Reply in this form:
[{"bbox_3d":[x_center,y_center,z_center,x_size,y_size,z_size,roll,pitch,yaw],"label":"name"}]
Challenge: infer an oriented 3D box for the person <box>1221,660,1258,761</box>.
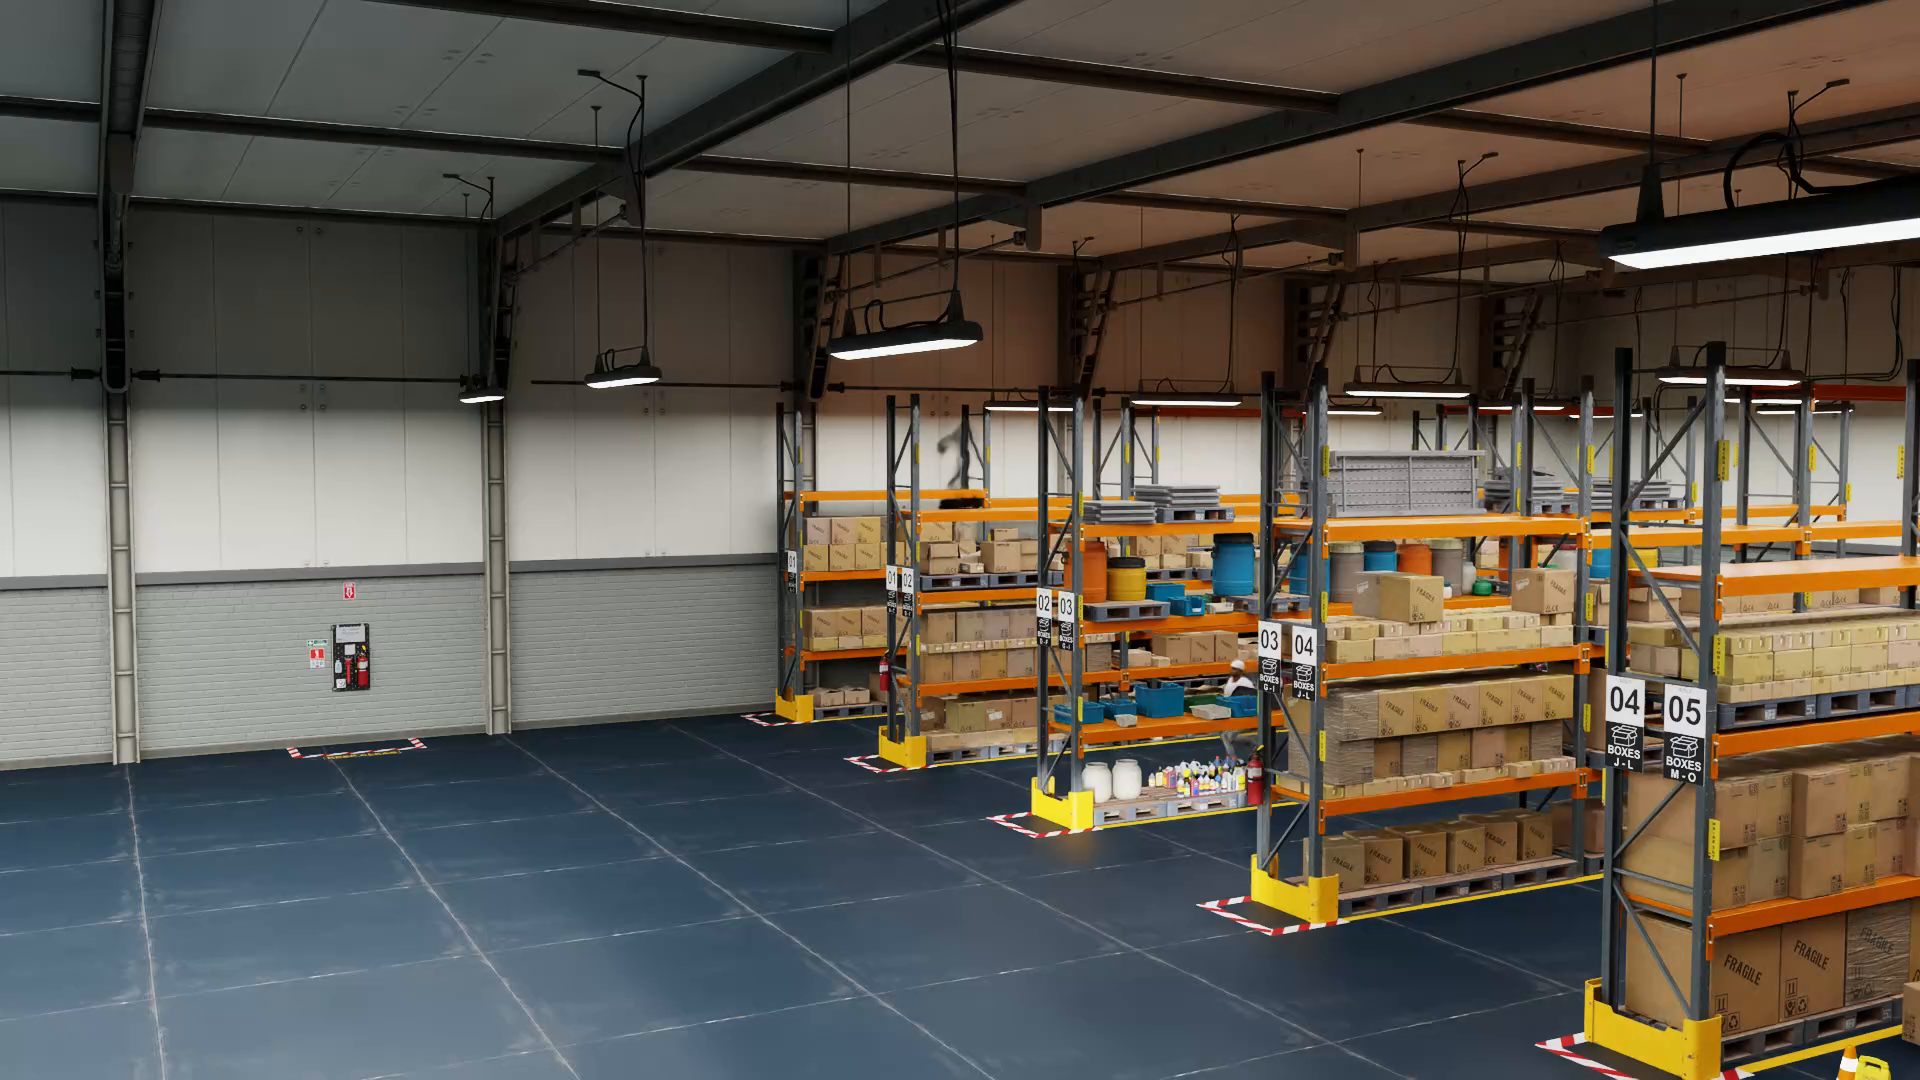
[{"bbox_3d":[4.488,2.795,26.828,0.598,1.723,0.702,-2,4,-29],"label":"person"}]
